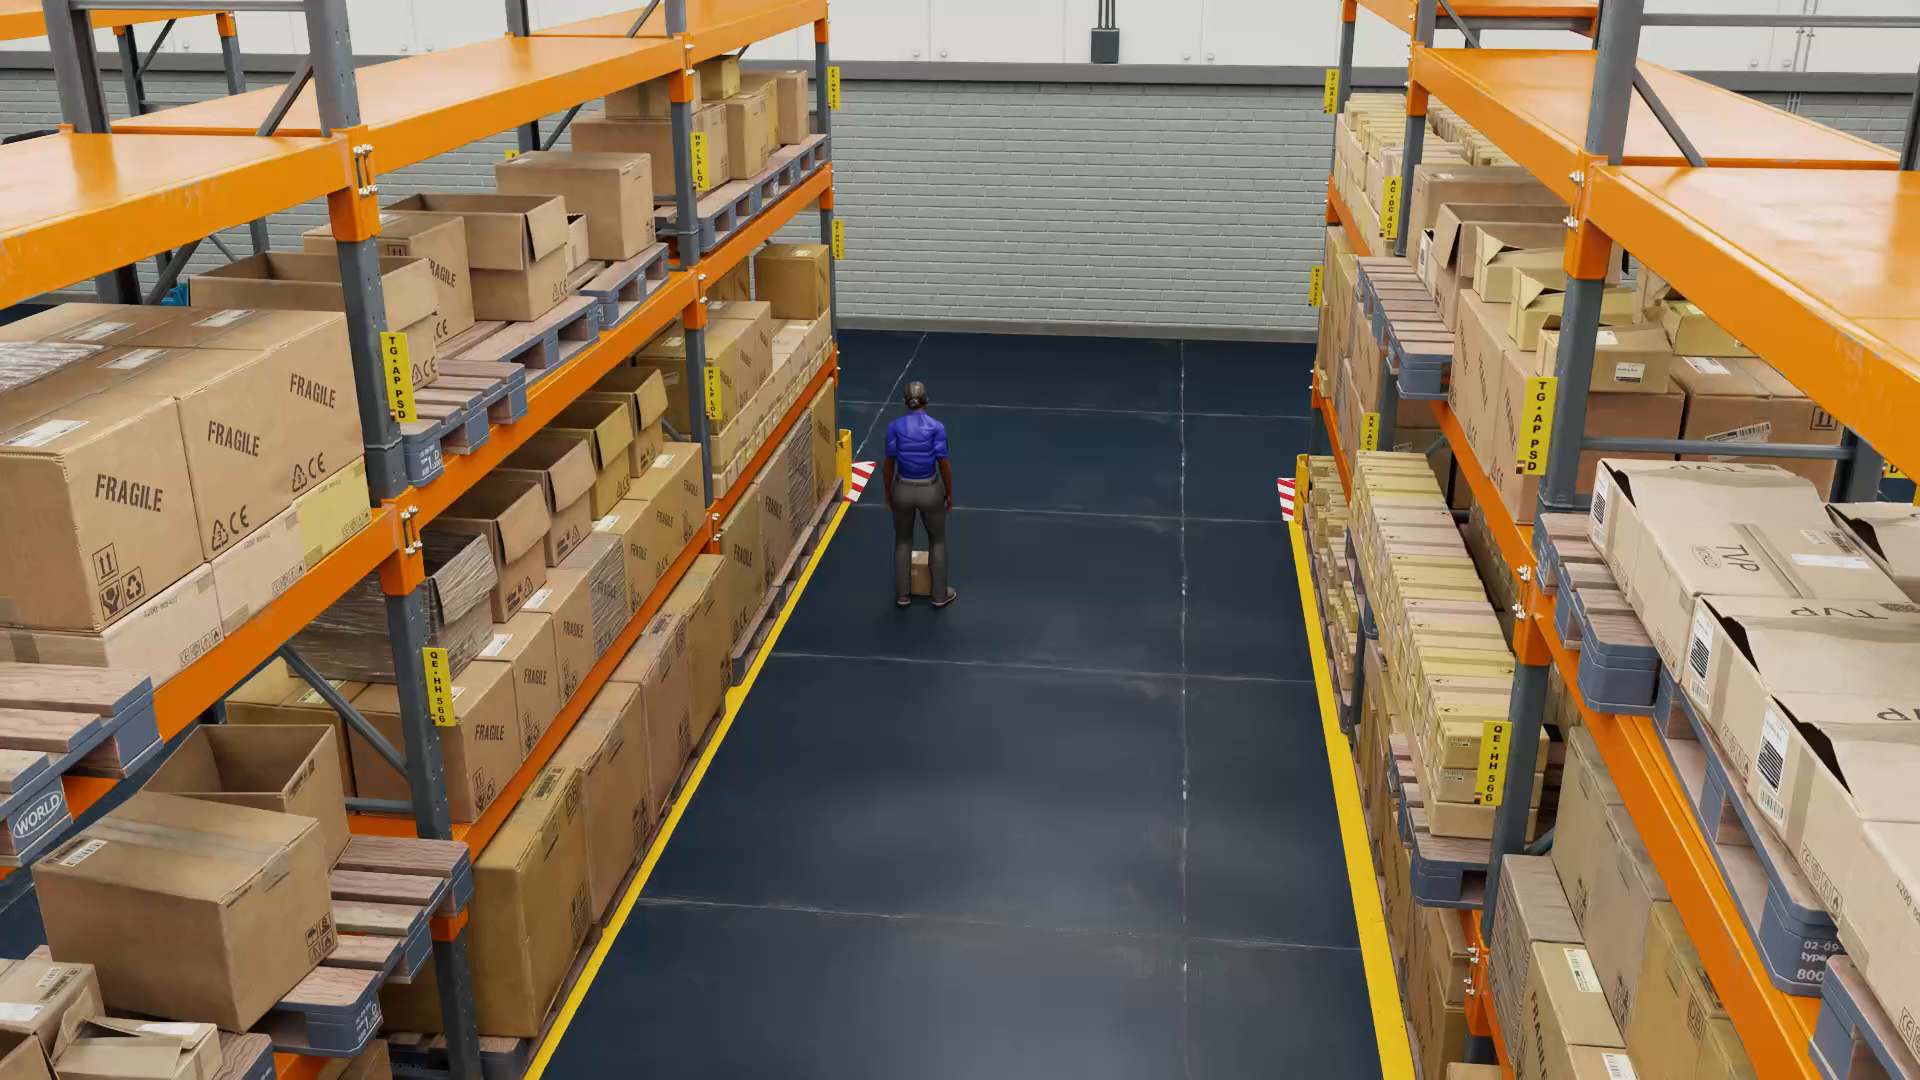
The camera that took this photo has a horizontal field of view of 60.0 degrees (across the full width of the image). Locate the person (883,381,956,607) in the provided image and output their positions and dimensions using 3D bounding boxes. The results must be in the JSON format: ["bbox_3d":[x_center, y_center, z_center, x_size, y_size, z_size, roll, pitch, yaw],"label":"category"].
[{"bbox_3d":[-0.295,-0.322,11.916,0.506,1.655,0.351,3,21,7],"label":"person"}]
